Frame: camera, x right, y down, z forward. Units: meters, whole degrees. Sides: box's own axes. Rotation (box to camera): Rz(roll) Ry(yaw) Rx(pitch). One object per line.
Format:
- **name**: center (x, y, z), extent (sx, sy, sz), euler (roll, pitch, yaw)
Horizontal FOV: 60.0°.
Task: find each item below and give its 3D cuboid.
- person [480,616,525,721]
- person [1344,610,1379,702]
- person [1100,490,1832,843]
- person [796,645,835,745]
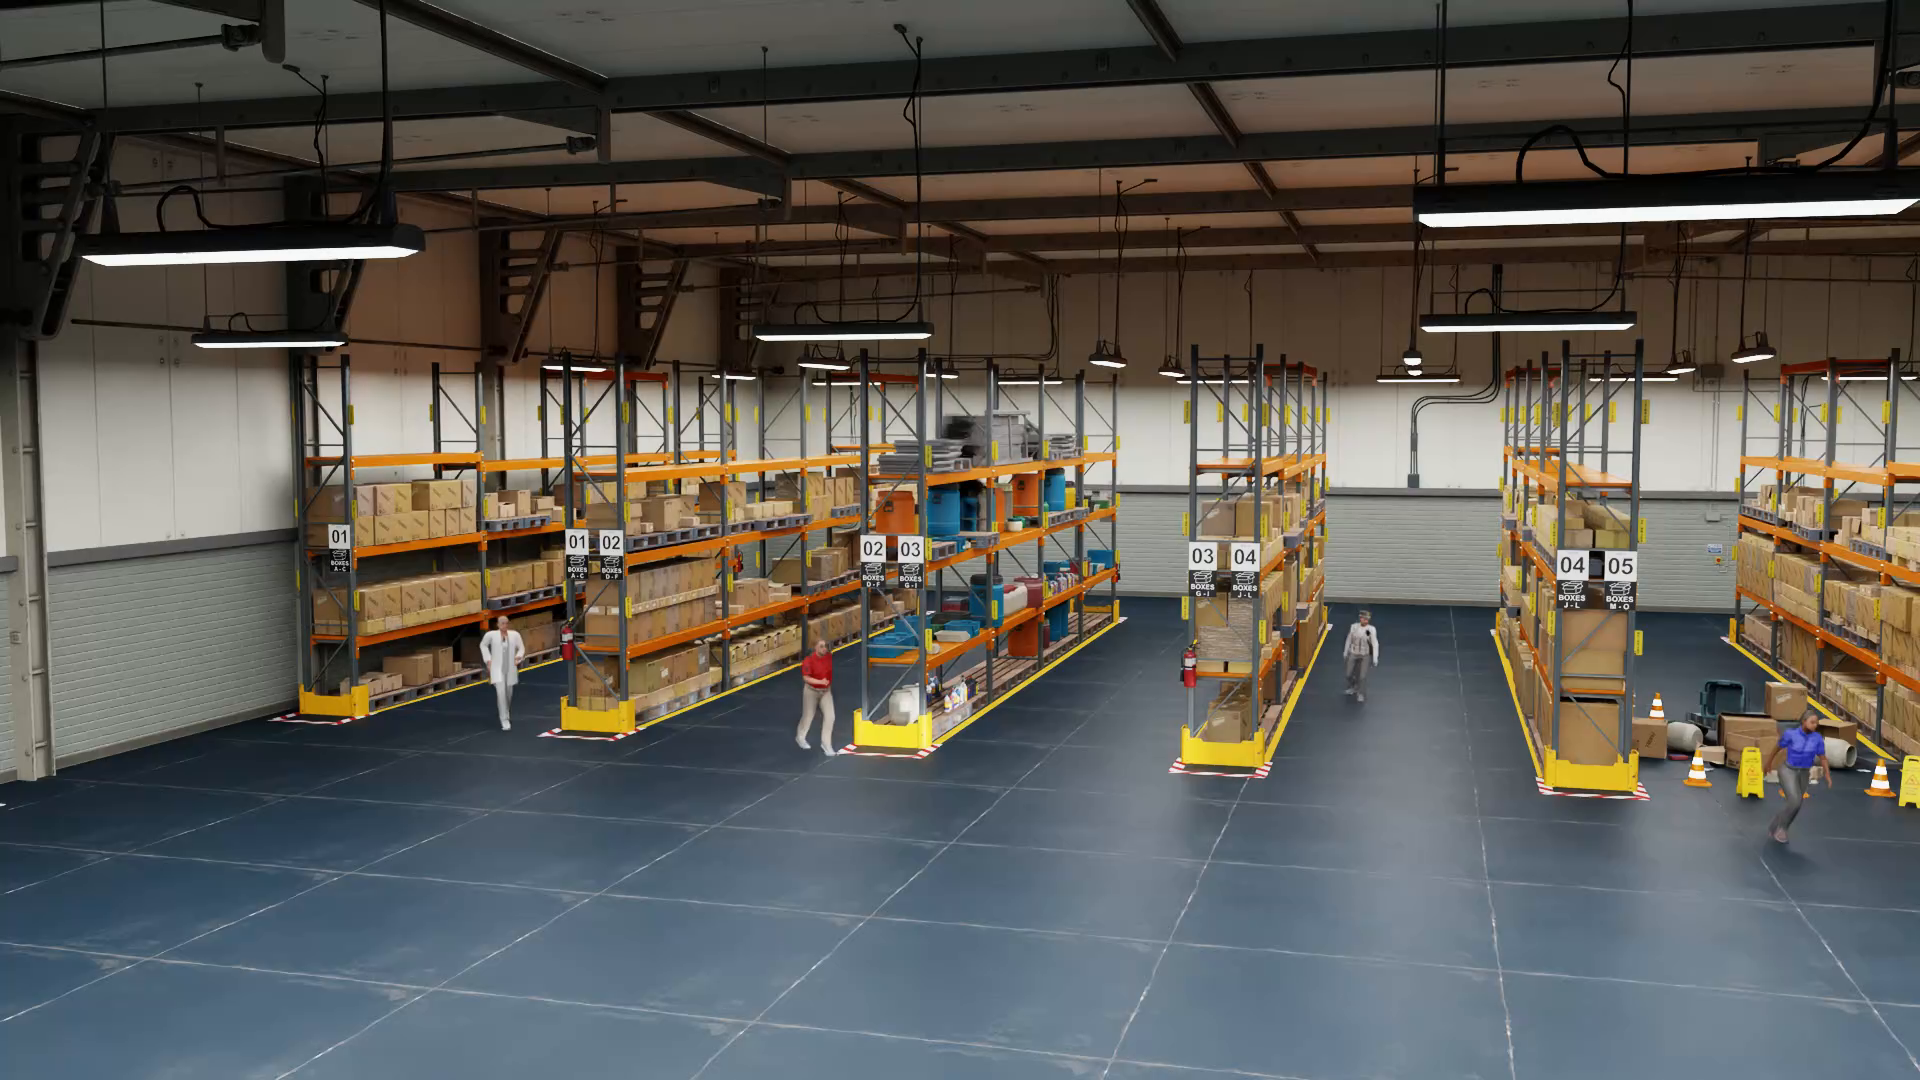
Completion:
- **person**: center (-7.374, 2.147, 26.850), extent (0.678, 1.475, 0.883), euler (-2, 5, -27)
- **person**: center (7.003, 2.016, 29.065), extent (0.637, 1.619, 0.567), euler (2, 5, 22)
- **person**: center (6.739, 1.174, 29.744), extent (3.458, 3.177, 22.395), euler (-1, 4, -8)
- **person**: center (-2.186, 2.264, 24.650), extent (0.593, 1.498, 0.711), euler (-3, 5, -35)
